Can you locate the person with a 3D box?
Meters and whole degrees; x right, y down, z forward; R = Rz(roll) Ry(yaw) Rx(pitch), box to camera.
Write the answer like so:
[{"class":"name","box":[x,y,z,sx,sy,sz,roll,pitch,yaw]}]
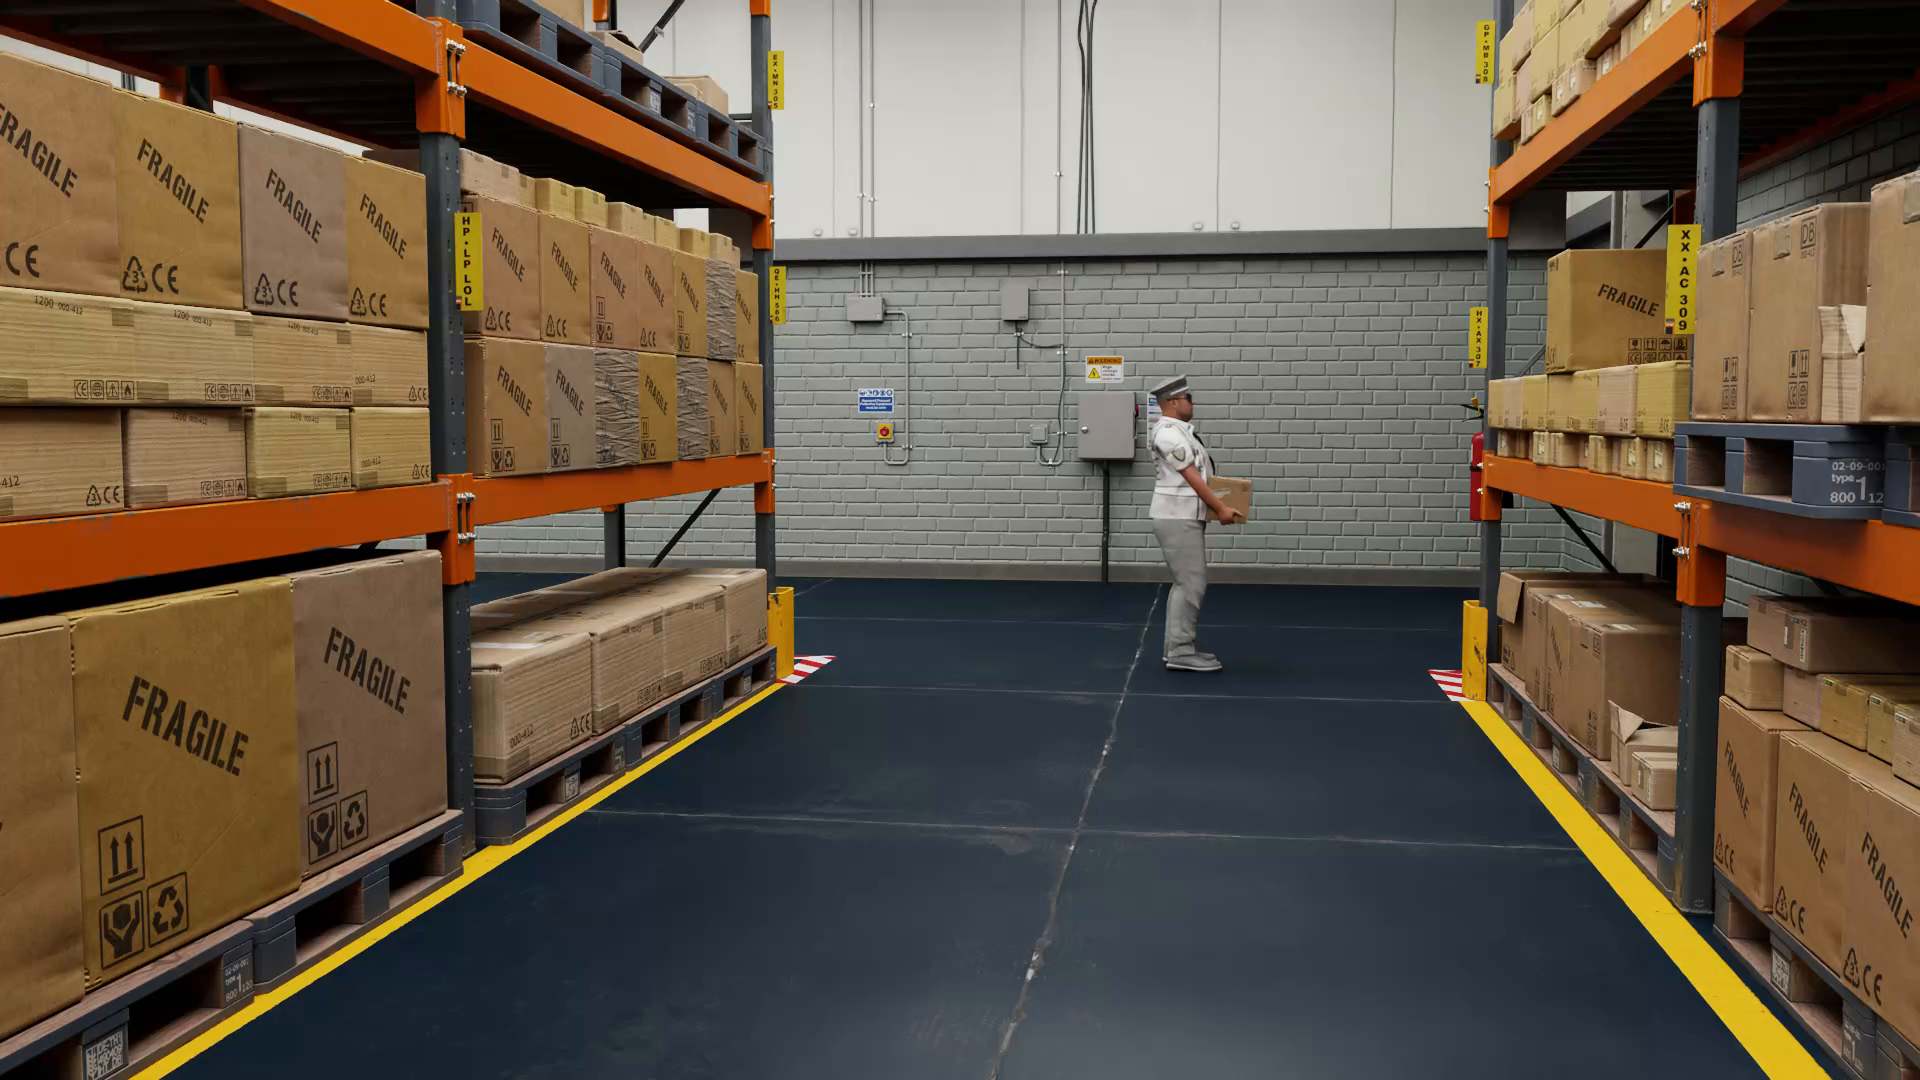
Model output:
[{"class":"person","box":[1.414,-0.114,9.961,0.567,1.766,0.494,1,4,10]}]
